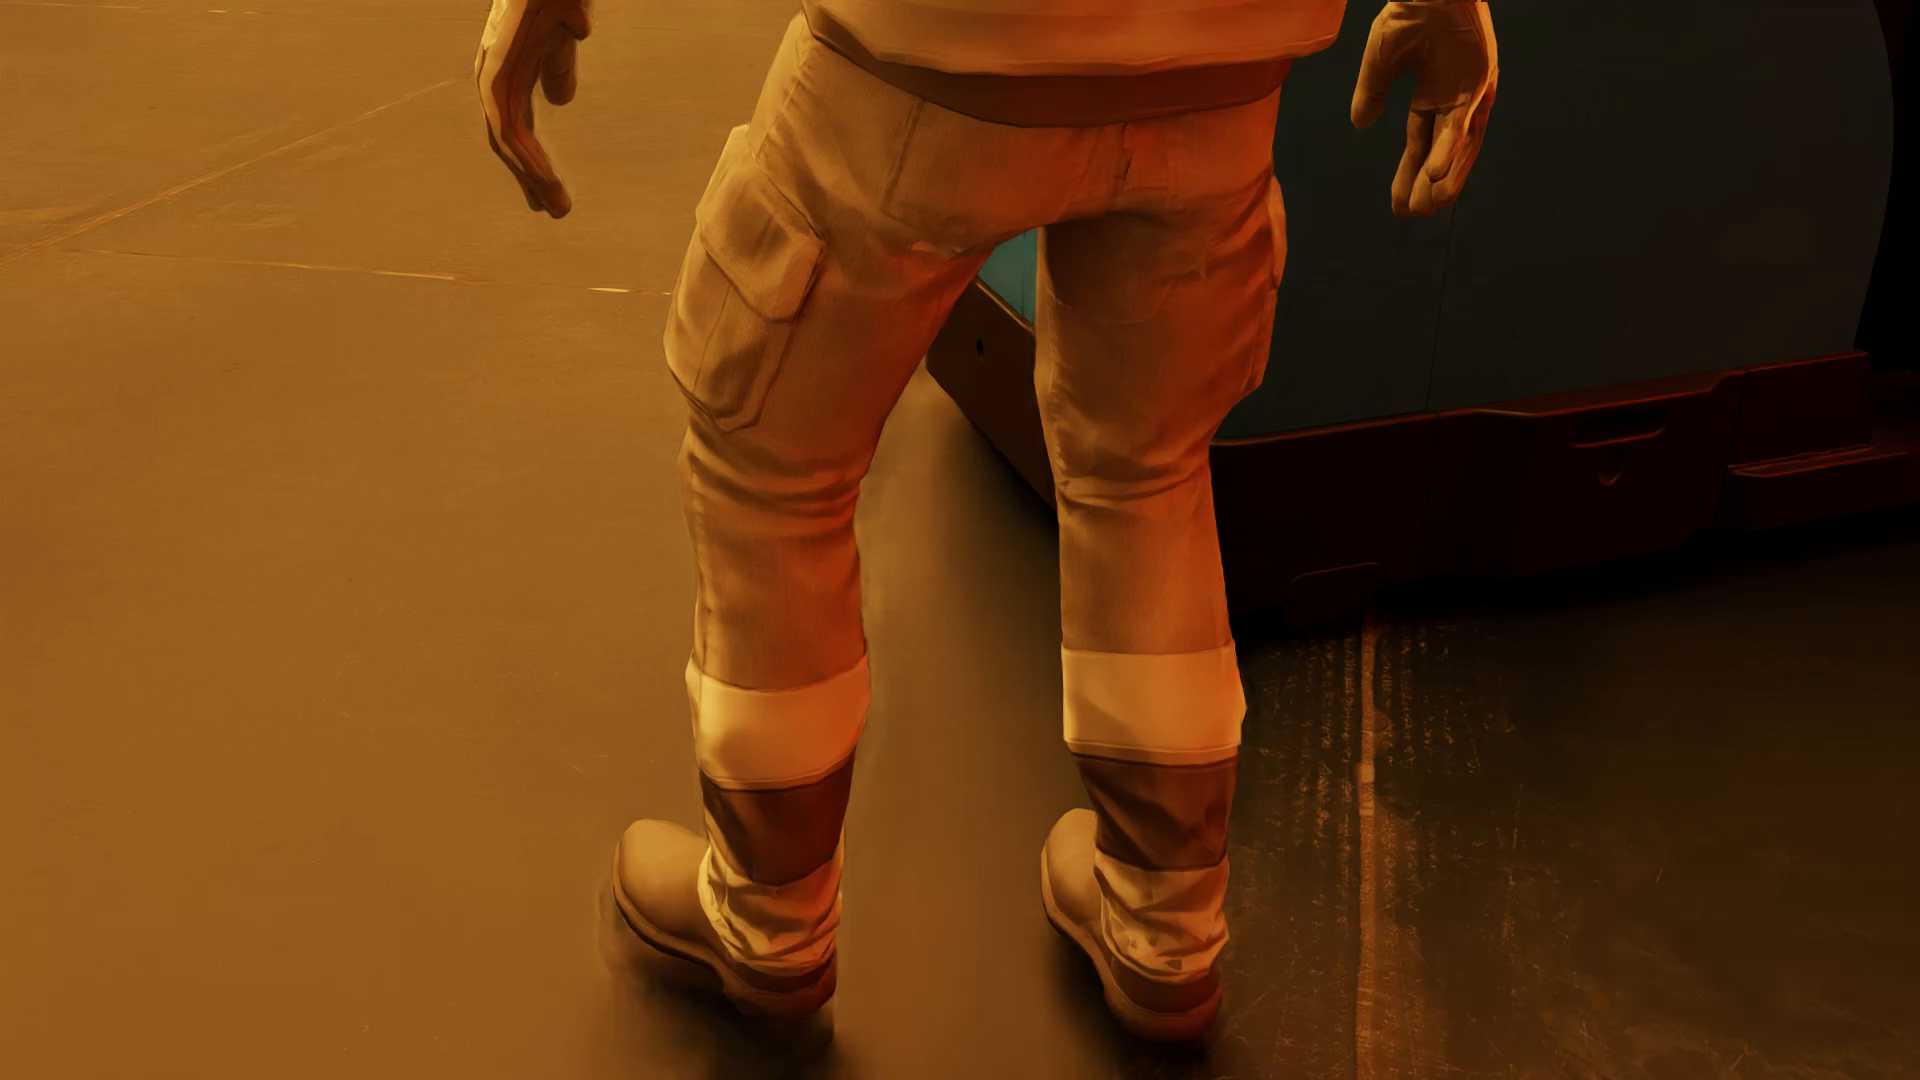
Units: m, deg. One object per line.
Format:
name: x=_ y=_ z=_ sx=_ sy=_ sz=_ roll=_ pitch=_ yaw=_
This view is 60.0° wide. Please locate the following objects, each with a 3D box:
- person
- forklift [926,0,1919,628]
person: x=0.038 y=-0.397 z=1.251 sx=0.793 sy=1.759 sz=0.472 roll=-10 pitch=28 yaw=-19
forklift: x=1.515 y=-1.579 z=2.377 sx=3.031 sy=2.935 sz=1.130 roll=-9 pitch=28 yaw=-17
